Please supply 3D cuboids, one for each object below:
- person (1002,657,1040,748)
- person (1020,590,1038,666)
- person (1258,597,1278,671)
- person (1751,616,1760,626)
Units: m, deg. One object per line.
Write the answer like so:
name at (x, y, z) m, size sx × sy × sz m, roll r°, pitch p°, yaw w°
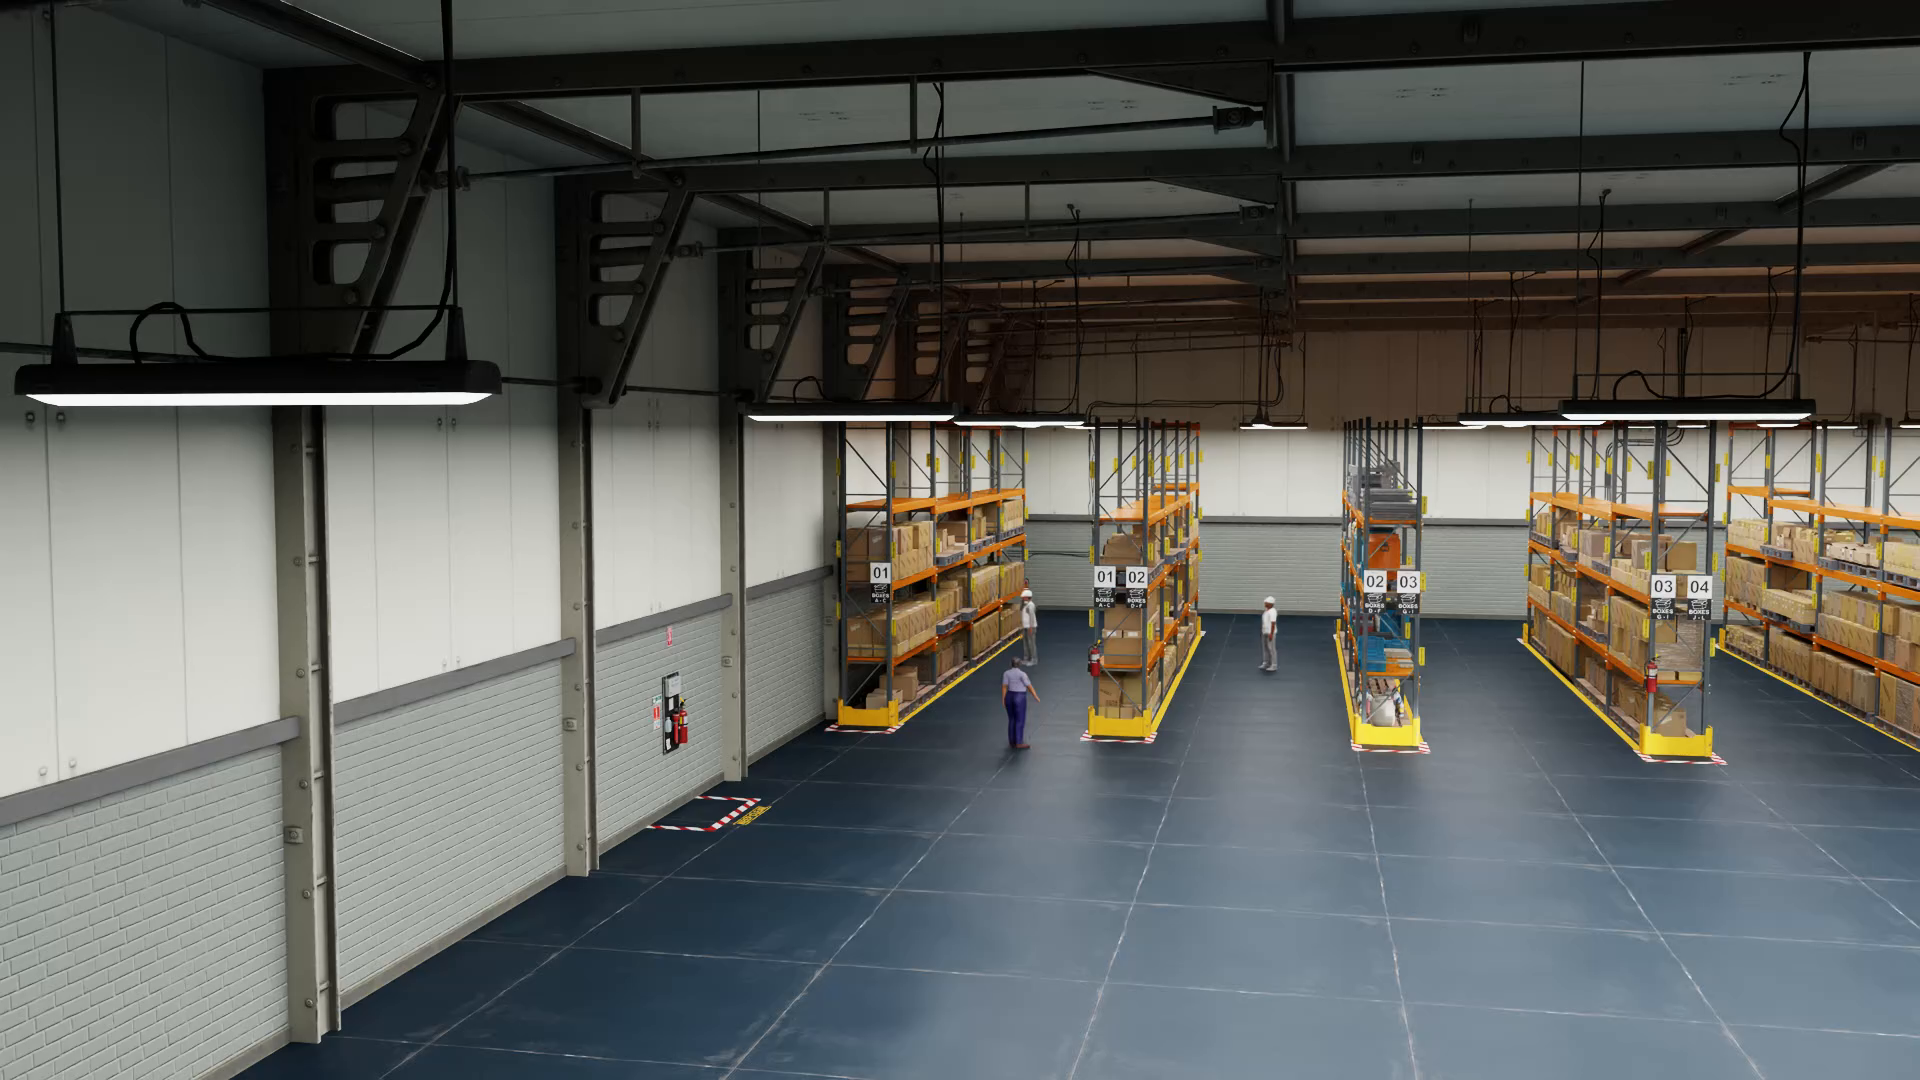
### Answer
person at (1.114, 2.938, 30.190) m, size 0.530 × 1.671 × 0.522 m, roll 4°, pitch 5°, yaw 45°
person at (1.619, 2.079, 39.513) m, size 0.404 × 1.789 × 0.562 m, roll -1°, pitch 4°, yaw -16°
person at (7.446, 2.252, 40.048) m, size 0.471 × 1.763 × 0.704 m, roll -1°, pitch 4°, yaw -20°
person at (21.583, 1.956, 44.992) m, size 0.422 × 1.670 × 0.514 m, roll 3°, pitch 5°, yaw 40°
